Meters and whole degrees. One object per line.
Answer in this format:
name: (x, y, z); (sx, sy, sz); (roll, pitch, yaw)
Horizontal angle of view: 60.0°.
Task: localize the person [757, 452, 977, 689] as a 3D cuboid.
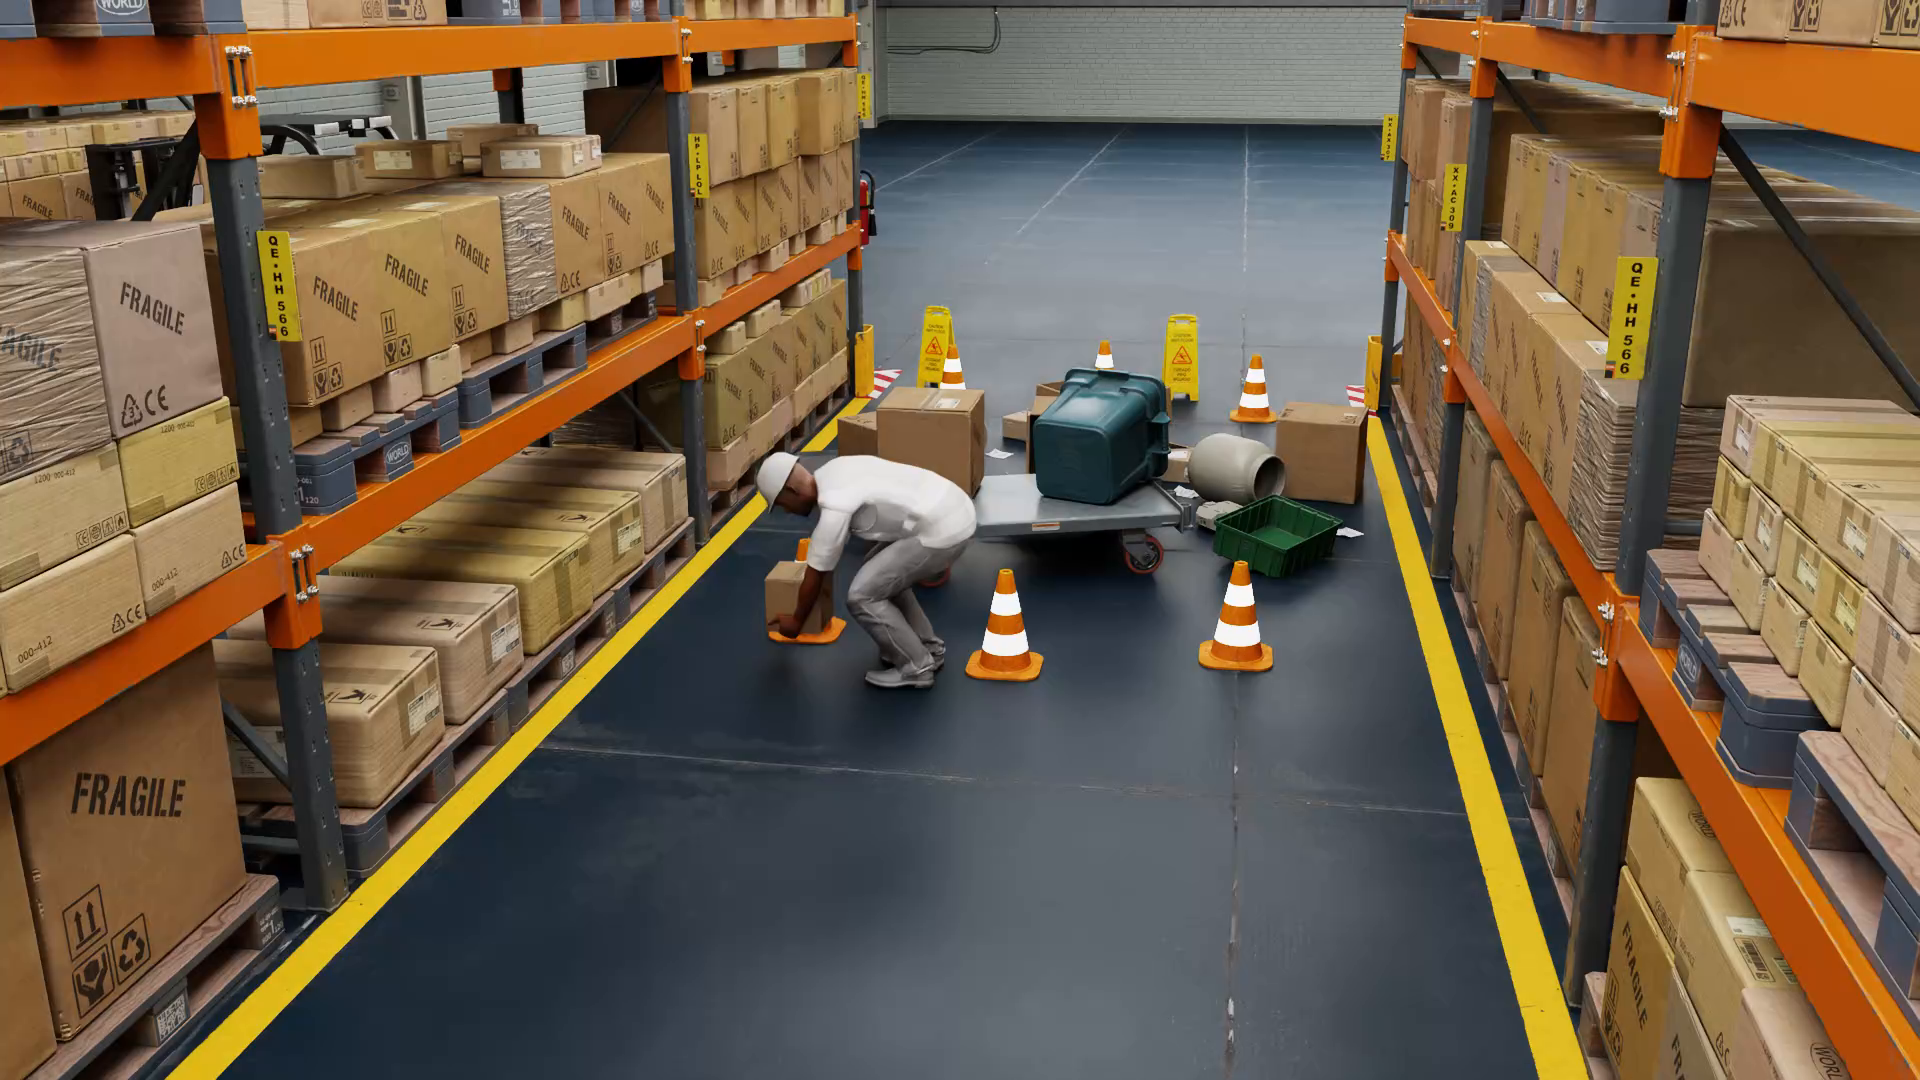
person: (-0.409, 0.118, 7.367); (0.963, 1.022, 0.523); (2, 18, 6)
